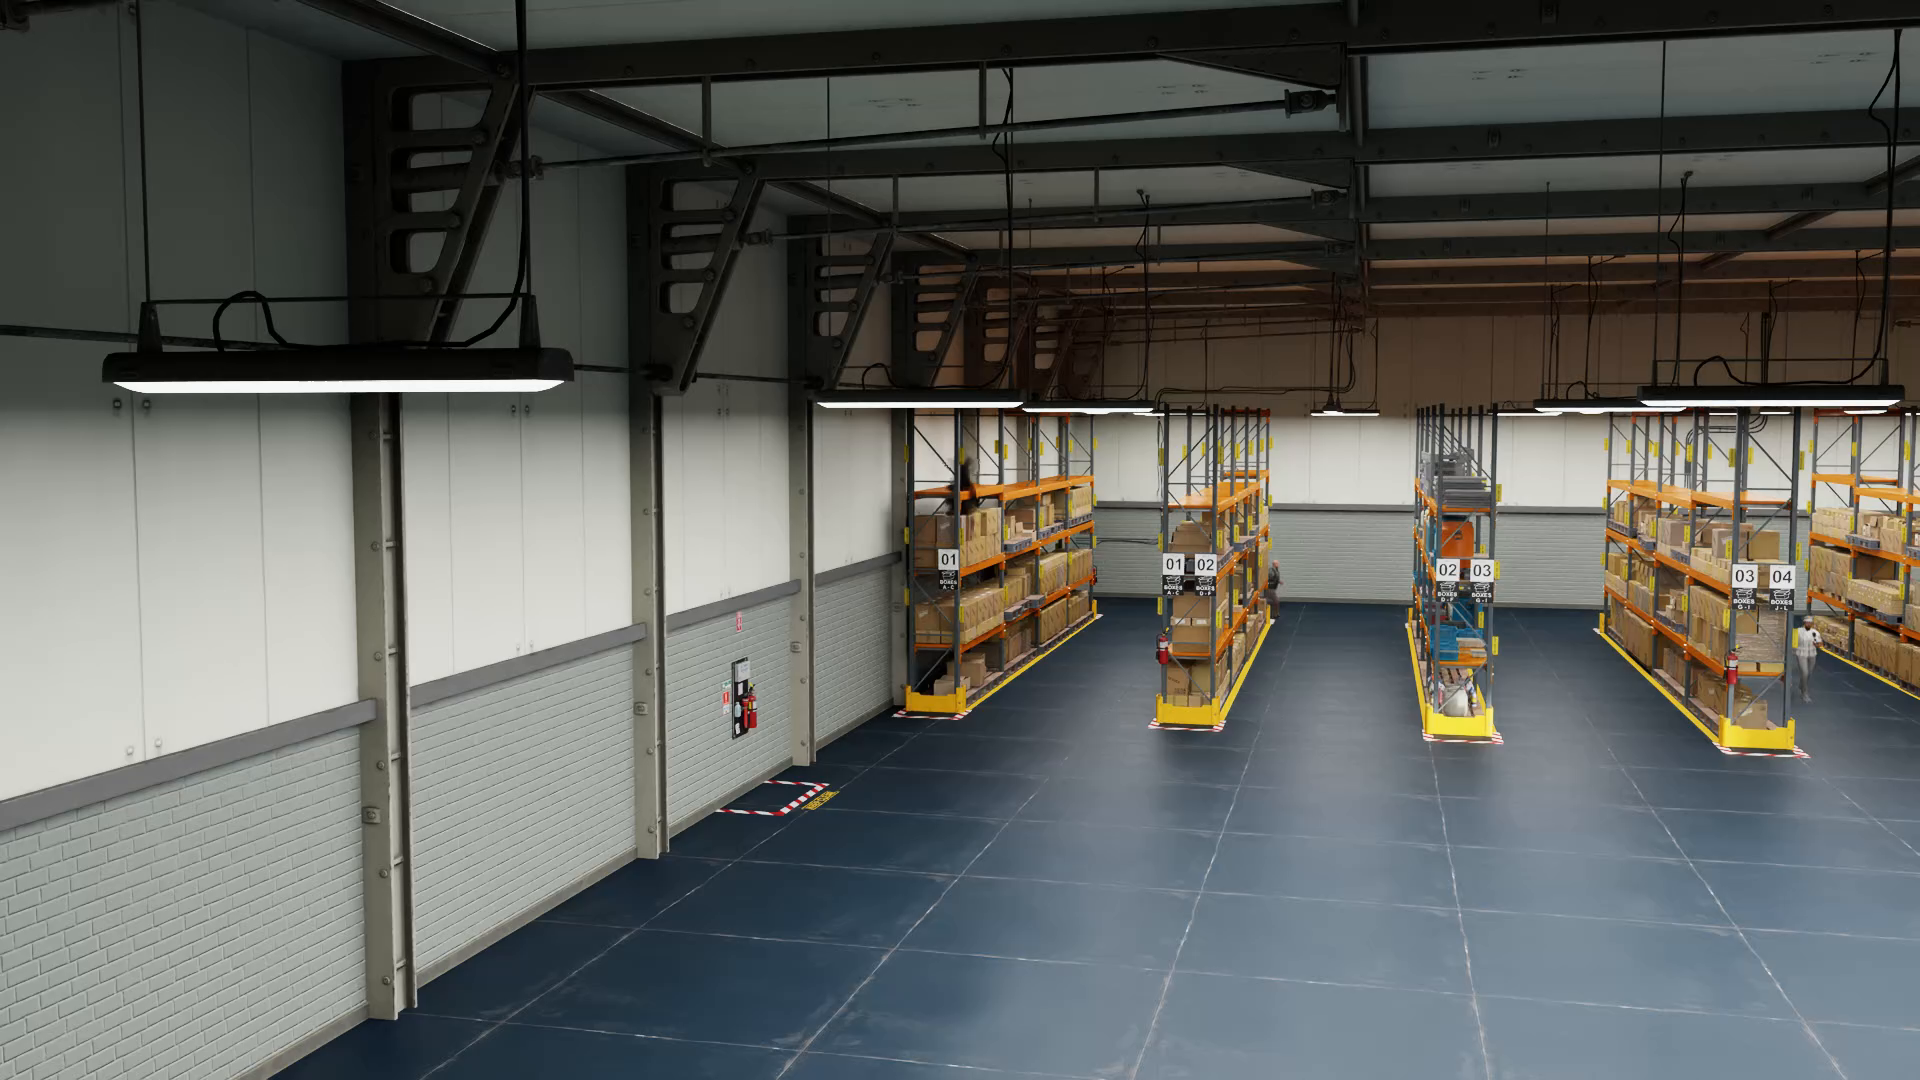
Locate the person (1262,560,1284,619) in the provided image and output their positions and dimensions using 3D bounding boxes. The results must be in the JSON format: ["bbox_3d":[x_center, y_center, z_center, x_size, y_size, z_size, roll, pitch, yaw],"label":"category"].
[{"bbox_3d":[8.872,1.412,47.698,0.885,1.704,0.646,2,5,28],"label":"person"}]

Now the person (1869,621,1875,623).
[{"bbox_3d":[23.971,1.681,43.373,0.719,1.769,0.901,-2,5,-24],"label":"person"}]

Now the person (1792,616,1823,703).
[{"bbox_3d":[17.255,2.401,33.909,0.539,1.731,0.836,0,4,3],"label":"person"}]
